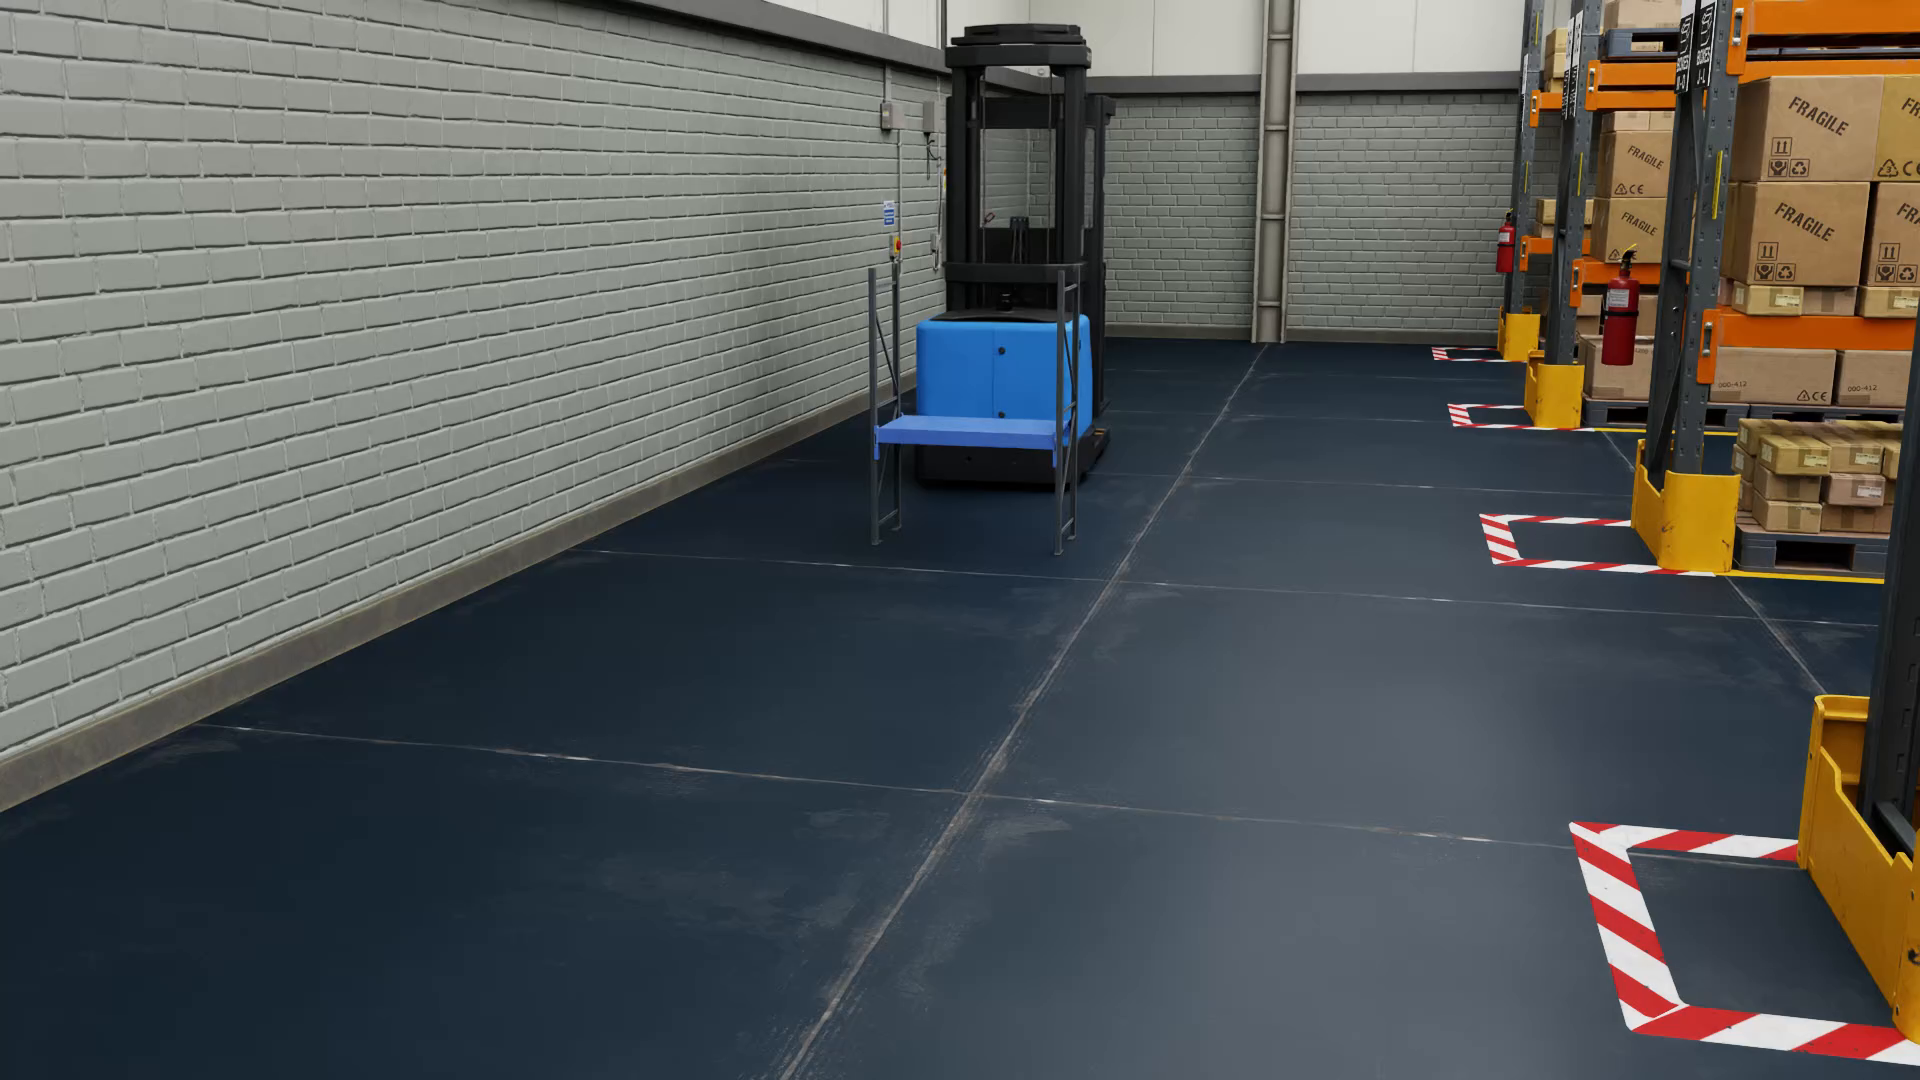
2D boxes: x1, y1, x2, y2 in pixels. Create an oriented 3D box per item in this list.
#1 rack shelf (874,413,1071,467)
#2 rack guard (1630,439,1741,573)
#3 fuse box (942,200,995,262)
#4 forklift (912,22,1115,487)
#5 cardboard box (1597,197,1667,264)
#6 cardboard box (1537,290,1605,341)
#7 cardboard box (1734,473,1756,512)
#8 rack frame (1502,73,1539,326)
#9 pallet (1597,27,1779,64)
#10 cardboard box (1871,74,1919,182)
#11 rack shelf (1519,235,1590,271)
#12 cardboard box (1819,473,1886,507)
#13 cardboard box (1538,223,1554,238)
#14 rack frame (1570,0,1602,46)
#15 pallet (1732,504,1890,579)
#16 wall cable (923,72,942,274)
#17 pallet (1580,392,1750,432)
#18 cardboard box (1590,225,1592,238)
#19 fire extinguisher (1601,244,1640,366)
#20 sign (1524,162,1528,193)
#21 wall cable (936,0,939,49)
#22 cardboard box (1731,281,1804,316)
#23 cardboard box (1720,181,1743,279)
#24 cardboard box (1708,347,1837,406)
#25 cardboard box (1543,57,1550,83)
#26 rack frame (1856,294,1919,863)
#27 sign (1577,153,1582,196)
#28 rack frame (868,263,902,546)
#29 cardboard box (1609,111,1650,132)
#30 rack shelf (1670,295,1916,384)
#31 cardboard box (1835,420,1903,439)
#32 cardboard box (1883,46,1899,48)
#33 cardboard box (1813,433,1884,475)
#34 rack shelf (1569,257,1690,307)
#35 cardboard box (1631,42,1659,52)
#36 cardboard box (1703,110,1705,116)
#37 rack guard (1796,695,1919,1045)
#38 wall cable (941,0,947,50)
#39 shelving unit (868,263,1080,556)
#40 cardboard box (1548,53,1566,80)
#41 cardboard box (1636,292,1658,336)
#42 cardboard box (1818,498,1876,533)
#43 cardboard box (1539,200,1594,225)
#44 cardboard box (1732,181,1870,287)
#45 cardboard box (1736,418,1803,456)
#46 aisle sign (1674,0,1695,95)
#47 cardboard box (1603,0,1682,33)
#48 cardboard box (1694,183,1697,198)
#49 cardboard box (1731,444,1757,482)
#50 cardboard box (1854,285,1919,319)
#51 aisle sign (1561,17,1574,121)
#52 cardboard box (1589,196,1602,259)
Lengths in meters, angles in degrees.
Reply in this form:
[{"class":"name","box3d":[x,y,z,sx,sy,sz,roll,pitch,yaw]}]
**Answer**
[{"class":"rack shelf","box3d":[0.083,-0.552,9.090,1.000,0.185,0.538,3,13,14]},{"class":"rack guard","box3d":[3.910,-0.205,9.005,0.348,0.500,1.175,3,13,14]},{"class":"fuse box","box3d":[0.089,-2.569,16.861,0.414,1.711,0.539,3,13,14]},{"class":"forklift","box3d":[0.477,-2.037,11.648,1.130,2.935,3.031,2,13,11]},{"class":"cardboard box","box3d":[5.321,-2.439,13.072,0.500,0.500,0.500,3,13,13]},{"class":"cardboard box","box3d":[6.681,-2.454,18.165,0.637,0.503,0.797,3,13,11]},{"class":"cardboard box","box3d":[4.397,-0.259,9.090,0.250,0.149,0.380,3,13,14]},{"class":"rack frame","box3d":[6.110,-3.520,18.173,0.127,3.000,1.000,3,13,14]},{"class":"pallet","box3d":[5.647,-3.861,12.989,1.213,0.211,1.003,3,13,14]},{"class":"cardboard box","box3d":[4.700,-2.008,8.132,0.500,0.500,0.500,3,13,15]},{"class":"rack shelf","box3d":[8.051,-3.065,17.783,4.000,0.370,1.077,3,13,14]},{"class":"cardboard box","box3d":[4.536,-0.281,8.500,0.250,0.149,0.380,3,13,13]},{"class":"cardboard box","box3d":[6.363,-3.322,17.863,0.250,0.149,0.380,3,13,13]},{"class":"rack frame","box3d":[4.924,-5.405,12.818,0.127,3.000,1.000,3,13,14]},{"class":"pallet","box3d":[4.690,-0.015,8.813,1.213,0.211,1.003,3,13,14]},{"class":"wall cable","box3d":[-0.228,-3.558,16.001,0.122,1.984,0.588,3,13,14]},{"class":"pallet","box3d":[5.719,-1.089,13.657,1.213,0.211,1.003,3,13,14]},{"class":"cardboard box","box3d":[6.884,-3.313,17.819,0.250,0.149,0.380,3,13,13]},{"class":"fire extinguisher","box3d":[3.702,-1.320,9.297,0.183,0.674,0.296,3,13,14]},{"class":"sign","box3d":[5.980,-3.828,17.565,0.005,0.325,0.100,3,13,14]},{"class":"wall cable","box3d":[-0.483,-5.799,14.593,0.029,3.000,2.355,3,13,14]},{"class":"cardboard box","box3d":[4.072,-1.221,8.393,0.250,0.149,0.380,3,13,13]},{"class":"cardboard box","box3d":[4.334,-1.654,8.848,0.500,0.500,0.500,3,13,15]},{"class":"cardboard box","box3d":[6.479,-1.371,13.434,0.875,0.438,0.875,3,13,15]},{"class":"cardboard box","box3d":[6.607,-5.090,17.986,0.500,0.250,0.500,3,13,13]},{"class":"rack frame","box3d":[2.550,-0.392,4.075,0.127,3.000,1.000,3,13,14]},{"class":"sign","box3d":[4.785,-2.821,12.841,0.005,0.325,0.100,3,13,14]},{"class":"rack frame","box3d":[-0.411,-0.754,9.170,0.032,1.500,0.500,3,13,14]},{"class":"cardboard box","box3d":[5.202,-3.253,12.933,0.250,0.149,0.380,3,13,15]},{"class":"rack shelf","box3d":[5.778,-0.975,8.362,4.000,0.370,1.077,3,13,14]},{"class":"cardboard box","box3d":[4.923,-0.547,9.014,0.250,0.149,0.380,3,13,12]},{"class":"cardboard box","box3d":[9.445,-5.068,16.732,0.500,0.250,0.500,3,13,14]},{"class":"cardboard box","box3d":[4.560,-0.446,8.556,0.250,0.149,0.380,3,13,15]},{"class":"rack shelf","box3d":[6.866,-2.021,13.078,4.000,0.370,1.077,3,13,14]},{"class":"cardboard box","box3d":[6.969,-5.194,17.299,0.500,0.250,0.500,3,13,13]},{"class":"cardboard box","box3d":[5.699,-3.217,12.769,0.250,0.149,0.380,3,13,15]},{"class":"rack guard","box3d":[2.526,0.827,4.351,0.348,0.500,1.175,3,13,14]},{"class":"wall cable","box3d":[0.221,-6.401,17.221,0.133,3.039,2.988,3,13,14]},{"class":"shelving unit","box3d":[0.083,-0.728,9.051,1.048,1.500,0.538,3,13,14]},{"class":"cardboard box","box3d":[6.475,-4.976,17.469,0.500,0.250,0.500,3,13,13]},{"class":"cardboard box","box3d":[7.501,-2.400,17.929,0.500,0.500,0.700,4,13,16]},{"class":"cardboard box","box3d":[4.542,-0.152,8.606,0.250,0.149,0.380,3,13,13]},{"class":"cardboard box","box3d":[6.486,-3.512,17.796,0.500,0.250,0.500,3,13,14]},{"class":"cardboard box","box3d":[4.206,-1.542,8.342,0.500,0.500,0.500,4,13,16]},{"class":"cardboard box","box3d":[4.411,-0.559,9.067,0.250,0.149,0.380,3,13,14]},{"class":"aisle sign","box3d":[3.837,-2.766,8.772,0.004,0.787,0.394,3,13,14]},{"class":"cardboard box","box3d":[5.382,-4.116,13.083,0.500,0.250,0.500,2,13,8]},{"class":"cardboard box","box3d":[5.825,-2.903,12.852,0.500,0.500,0.500,3,13,12]},{"class":"cardboard box","box3d":[4.417,-0.421,9.130,0.250,0.149,0.380,3,13,12]},{"class":"cardboard box","box3d":[4.577,-1.192,8.259,0.250,0.149,0.380,3,13,12]},{"class":"aisle sign","box3d":[4.928,-3.814,13.497,0.004,0.787,0.394,3,13,14]},{"class":"cardboard box","box3d":[5.456,-2.555,13.595,0.500,0.500,0.500,3,13,14]}]
